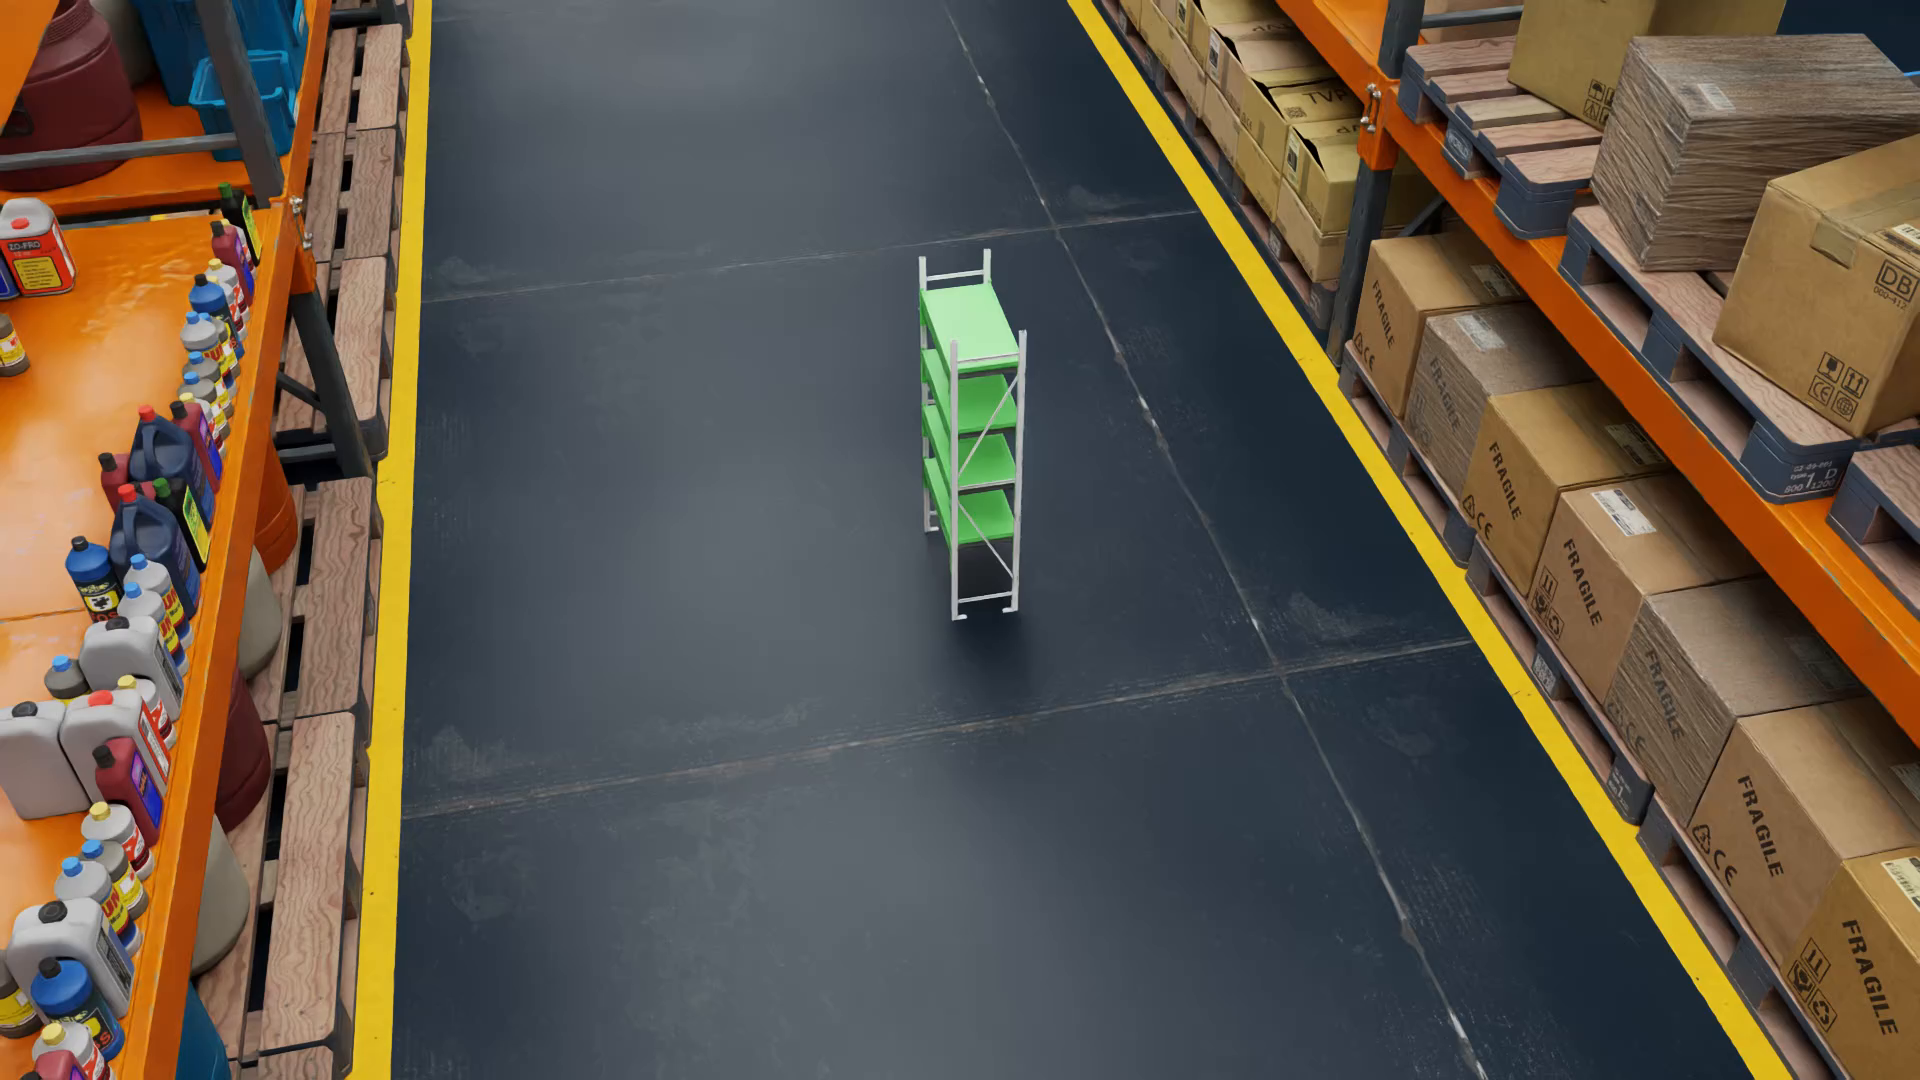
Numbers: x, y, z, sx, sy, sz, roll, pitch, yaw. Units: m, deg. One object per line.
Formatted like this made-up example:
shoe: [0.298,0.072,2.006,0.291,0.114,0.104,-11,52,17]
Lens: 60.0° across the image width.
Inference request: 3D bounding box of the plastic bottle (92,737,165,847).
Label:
plastic bottle: [-1.755,0.512,3.502,0.061,0.283,0.133,-8,42,-9]

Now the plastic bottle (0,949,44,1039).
plastic bottle: [-1.826,0.855,3.177,0.097,0.201,0.097,0,42,0]

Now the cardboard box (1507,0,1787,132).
cardboard box: [2.319,-1.760,5.581,0.700,0.500,0.500,-22,46,-23]

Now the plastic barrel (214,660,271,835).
plastic barrel: [-2.398,0.541,4.881,0.600,0.588,0.708,-8,42,-9]

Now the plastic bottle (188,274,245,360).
plastic bottle: [-2.162,-0.648,4.817,0.097,0.271,0.097,0,42,0]

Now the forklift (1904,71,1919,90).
forklift: [5.014,-2.100,6.408,3.031,2.935,1.130,-11,43,-12]

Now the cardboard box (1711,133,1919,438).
cardboard box: [2.495,-0.696,4.382,0.700,0.500,0.500,-19,45,-20]

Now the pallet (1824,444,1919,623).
pallet: [2.871,0.173,3.940,1.003,0.211,1.213,-8,42,-9]

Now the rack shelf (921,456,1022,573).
rack shelf: [0.036,-0.114,5.933,0.258,0.148,0.480,-8,42,-9]

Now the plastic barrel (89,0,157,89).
plastic barrel: [-3.195,-1.928,6.078,0.421,0.512,0.421,0,42,0]

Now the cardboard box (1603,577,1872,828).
cardboard box: [2.344,0.480,5.001,0.500,0.500,0.500,-8,42,-9]

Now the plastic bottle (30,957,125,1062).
plastic bottle: [-1.656,0.870,3.107,0.097,0.271,0.097,0,42,0]

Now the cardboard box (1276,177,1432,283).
cardboard box: [1.721,-1.392,7.314,0.500,0.250,0.500,-7,42,-8]

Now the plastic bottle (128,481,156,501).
plastic bottle: [-2.005,-0.050,4.134,0.061,0.283,0.133,-8,42,-9]

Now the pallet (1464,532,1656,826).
pallet: [2.457,0.364,5.681,1.003,0.211,1.213,-8,42,-9]

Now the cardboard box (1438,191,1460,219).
cardboard box: [2.247,-1.678,7.213,0.500,0.311,0.500,-7,42,-8]

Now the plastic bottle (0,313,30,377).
plastic bottle: [-2.769,-0.579,4.793,0.097,0.201,0.097,0,42,0]

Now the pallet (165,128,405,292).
pallet: [-3.154,-1.504,7.786,1.003,0.211,1.213,-8,42,-9]

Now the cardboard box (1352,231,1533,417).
cardboard box: [1.892,-0.851,6.501,0.500,0.500,0.500,-7,42,-7]

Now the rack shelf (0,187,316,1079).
rack shelf: [-2.333,0.315,4.177,1.077,0.370,4.000,-8,42,-9]

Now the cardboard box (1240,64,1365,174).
cardboard box: [1.601,-1.936,7.504,0.500,0.311,0.500,-9,42,-10]

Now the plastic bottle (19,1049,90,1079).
plastic bottle: [-1.592,1.001,2.951,0.061,0.283,0.133,-8,42,-9]

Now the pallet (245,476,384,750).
pallet: [-2.554,0.298,5.756,1.003,0.211,1.213,-8,42,-9]

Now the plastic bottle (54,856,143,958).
plastic bottle: [-1.706,0.720,3.276,0.097,0.271,0.097,0,42,0]

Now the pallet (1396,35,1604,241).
pallet: [2.288,-1.456,5.776,1.213,0.211,1.003,-8,42,-9]

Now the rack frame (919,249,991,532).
rack frame: [-0.017,-0.500,5.909,0.240,1.200,0.015,-8,42,-9]

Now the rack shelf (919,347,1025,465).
rack shelf: [0.036,-0.473,5.614,0.258,0.148,0.480,-8,42,-9]

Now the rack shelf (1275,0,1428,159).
rack shelf: [1.641,-2.985,7.895,1.077,0.370,4.000,-8,42,-9]

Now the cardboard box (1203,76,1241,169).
cardboard box: [1.501,-2.052,8.058,0.500,0.250,0.500,-7,42,-8]

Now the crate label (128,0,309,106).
crate label: [-2.715,-1.946,6.156,0.502,0.435,0.616,-8,42,-9]

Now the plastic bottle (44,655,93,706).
plastic bottle: [-1.997,0.342,3.755,0.097,0.201,0.097,0,42,0]

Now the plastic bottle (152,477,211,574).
plastic bottle: [-1.945,-0.058,4.144,0.061,0.283,0.133,-8,42,-9]

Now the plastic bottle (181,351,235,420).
plastic bottle: [-2.099,-0.432,4.627,0.097,0.201,0.097,0,42,0]

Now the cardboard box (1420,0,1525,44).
cardboard box: [2.037,-2.166,6.498,0.500,0.311,0.500,-6,42,-7]

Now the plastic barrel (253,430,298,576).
plastic barrel: [-2.642,-0.281,5.625,0.600,0.830,0.708,-8,42,-9]

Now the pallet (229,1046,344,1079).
pallet: [-2.027,1.879,3.974,1.003,0.211,1.213,-8,42,-9]

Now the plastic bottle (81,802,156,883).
plastic bottle: [-1.748,0.620,3.442,0.097,0.201,0.097,0,42,0]

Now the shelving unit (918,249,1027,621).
shelving unit: [0.036,-0.341,5.731,0.258,1.200,0.503,-8,42,-9]

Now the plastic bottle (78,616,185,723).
plastic bottle: [-1.879,0.284,3.764,0.152,0.276,0.135,-8,42,-9]

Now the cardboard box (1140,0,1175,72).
cardboard box: [1.278,-2.715,8.804,0.500,0.250,0.500,-10,42,-11]

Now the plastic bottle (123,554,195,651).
plastic bottle: [-1.898,0.143,3.926,0.097,0.271,0.097,0,42,0]

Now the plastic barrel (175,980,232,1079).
plastic barrel: [-2.155,1.156,3.952,0.600,0.901,0.708,-8,42,-9]

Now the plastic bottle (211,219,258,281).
plastic bottle: [-2.253,-0.897,5.151,0.097,0.201,0.097,0,42,0]

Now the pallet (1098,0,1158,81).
pallet: [1.407,-3.036,9.511,1.003,0.211,1.213,-8,42,-9]

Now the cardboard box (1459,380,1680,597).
cardboard box: [2.114,-0.187,5.753,0.500,0.500,0.500,-9,42,-10]

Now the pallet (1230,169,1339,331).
pallet: [1.933,-1.454,7.729,1.003,0.211,1.213,-8,42,-9]

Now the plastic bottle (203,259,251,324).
plastic bottle: [-2.204,-0.748,4.983,0.097,0.201,0.097,0,42,0]

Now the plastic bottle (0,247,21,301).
plastic bottle: [-2.987,-0.877,5.072,0.152,0.276,0.135,-8,42,-9]

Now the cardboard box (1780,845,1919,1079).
cardboard box: [2.550,1.127,4.273,0.500,0.500,0.500,-9,42,-10]

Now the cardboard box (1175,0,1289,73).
cardboard box: [1.389,-2.589,8.239,0.500,0.311,0.500,-7,42,-8]

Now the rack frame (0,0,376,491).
rack frame: [-2.764,-1.250,5.399,1.000,3.000,0.127,-8,42,-9]

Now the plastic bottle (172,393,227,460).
plastic bottle: [-2.057,-0.306,4.485,0.097,0.201,0.097,0,42,0]

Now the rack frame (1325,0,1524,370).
rack frame: [2.073,-1.958,6.196,1.000,3.000,0.127,-8,42,-9]
